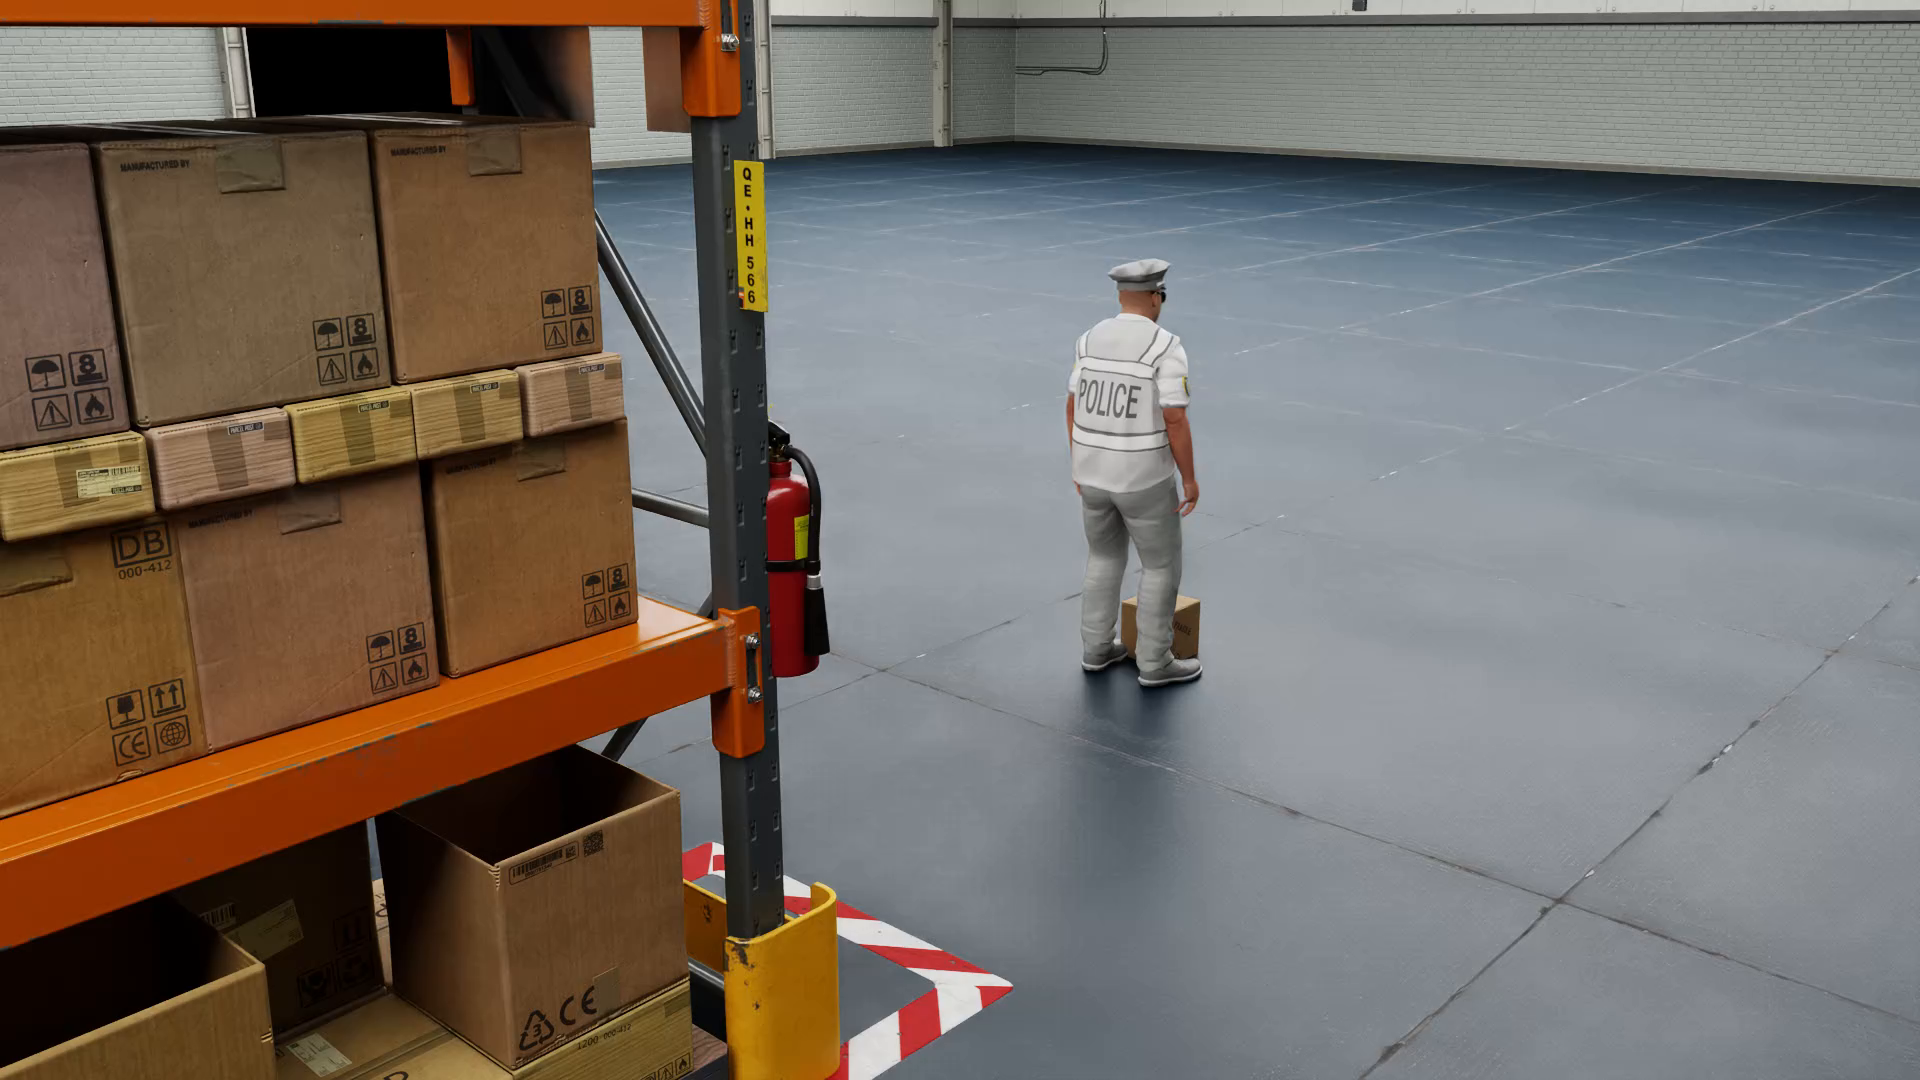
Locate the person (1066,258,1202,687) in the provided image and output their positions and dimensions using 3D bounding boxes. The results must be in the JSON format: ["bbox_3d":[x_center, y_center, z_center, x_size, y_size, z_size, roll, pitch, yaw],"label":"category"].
[{"bbox_3d":[0.703,-0.272,6.926,0.600,1.749,0.429,13,21,38],"label":"person"}]
